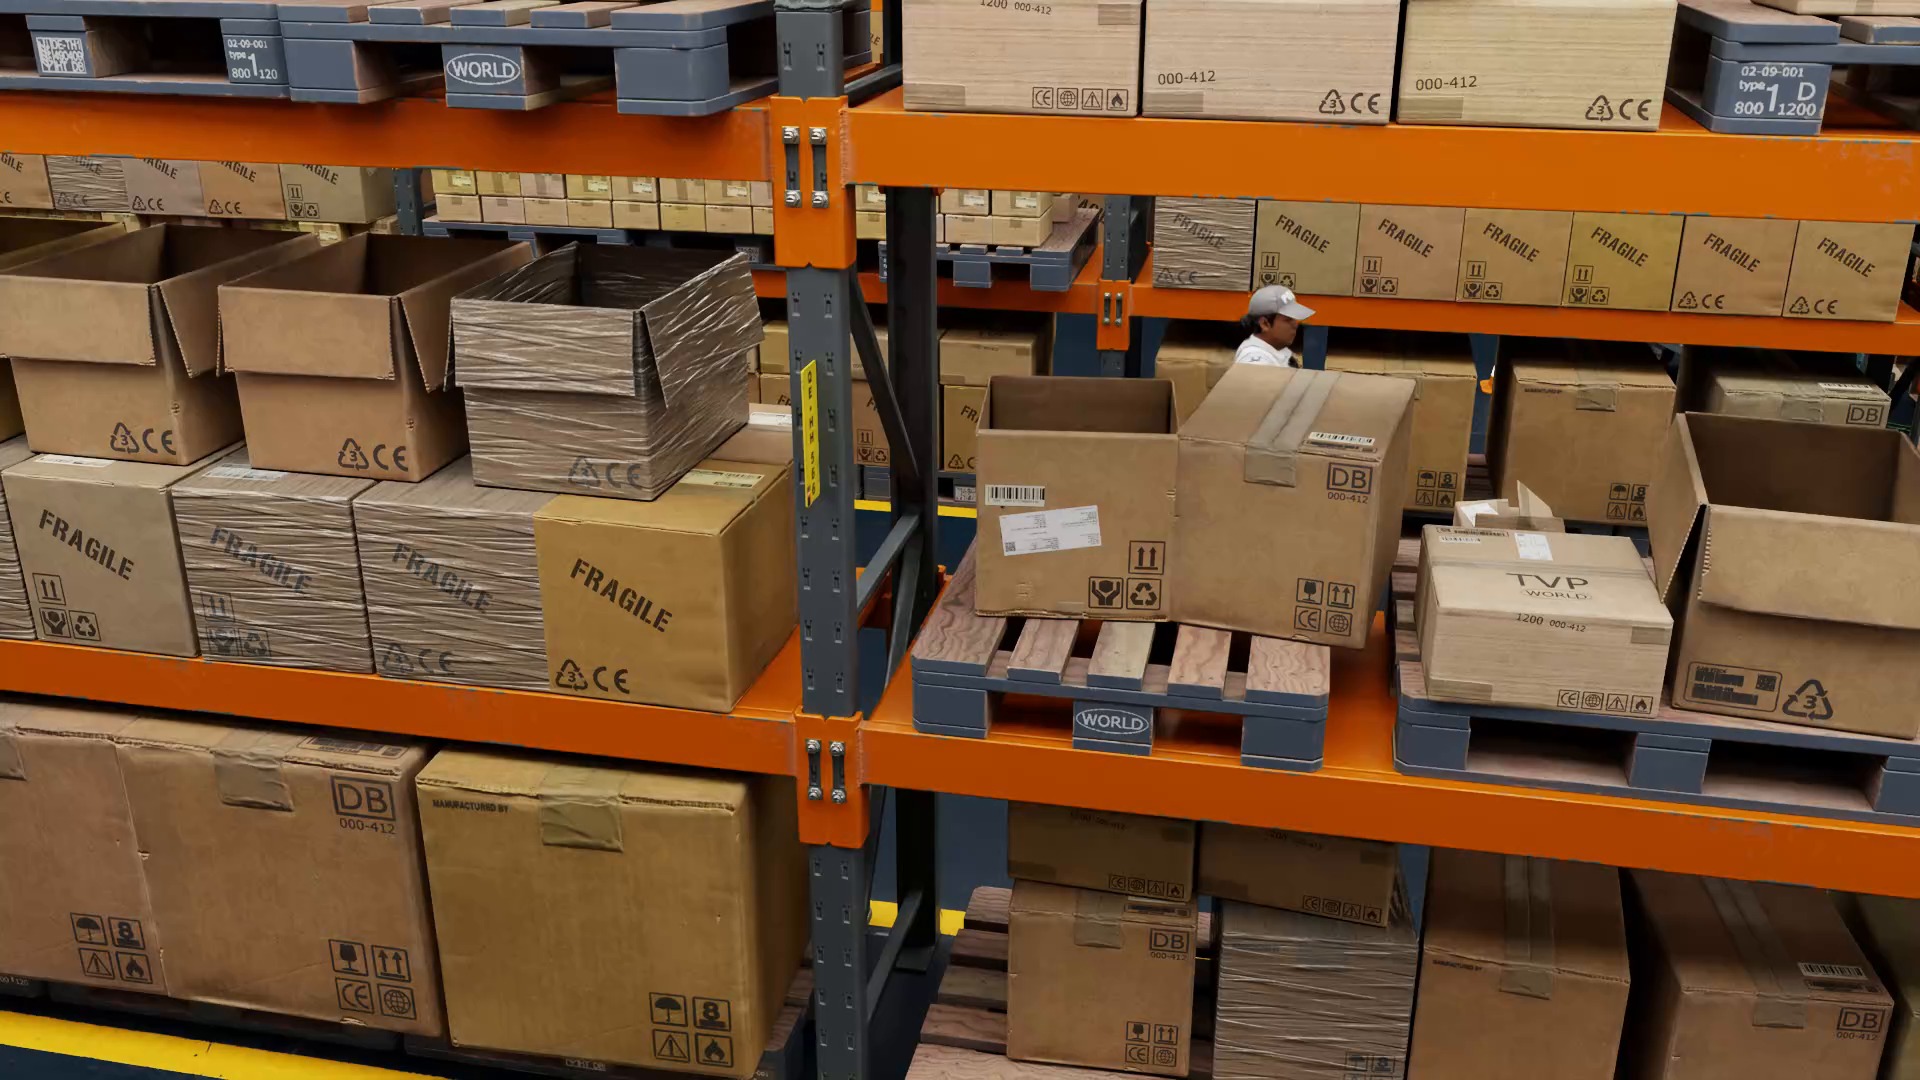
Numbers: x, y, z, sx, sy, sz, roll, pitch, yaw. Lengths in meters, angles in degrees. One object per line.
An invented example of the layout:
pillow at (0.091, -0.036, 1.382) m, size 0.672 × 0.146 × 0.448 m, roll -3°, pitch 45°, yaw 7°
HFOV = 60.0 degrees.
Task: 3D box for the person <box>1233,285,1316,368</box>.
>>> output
person at (1.258, -0.303, 7.285) m, size 0.487 × 1.649 × 0.504 m, roll 5°, pitch 22°, yaw 13°
